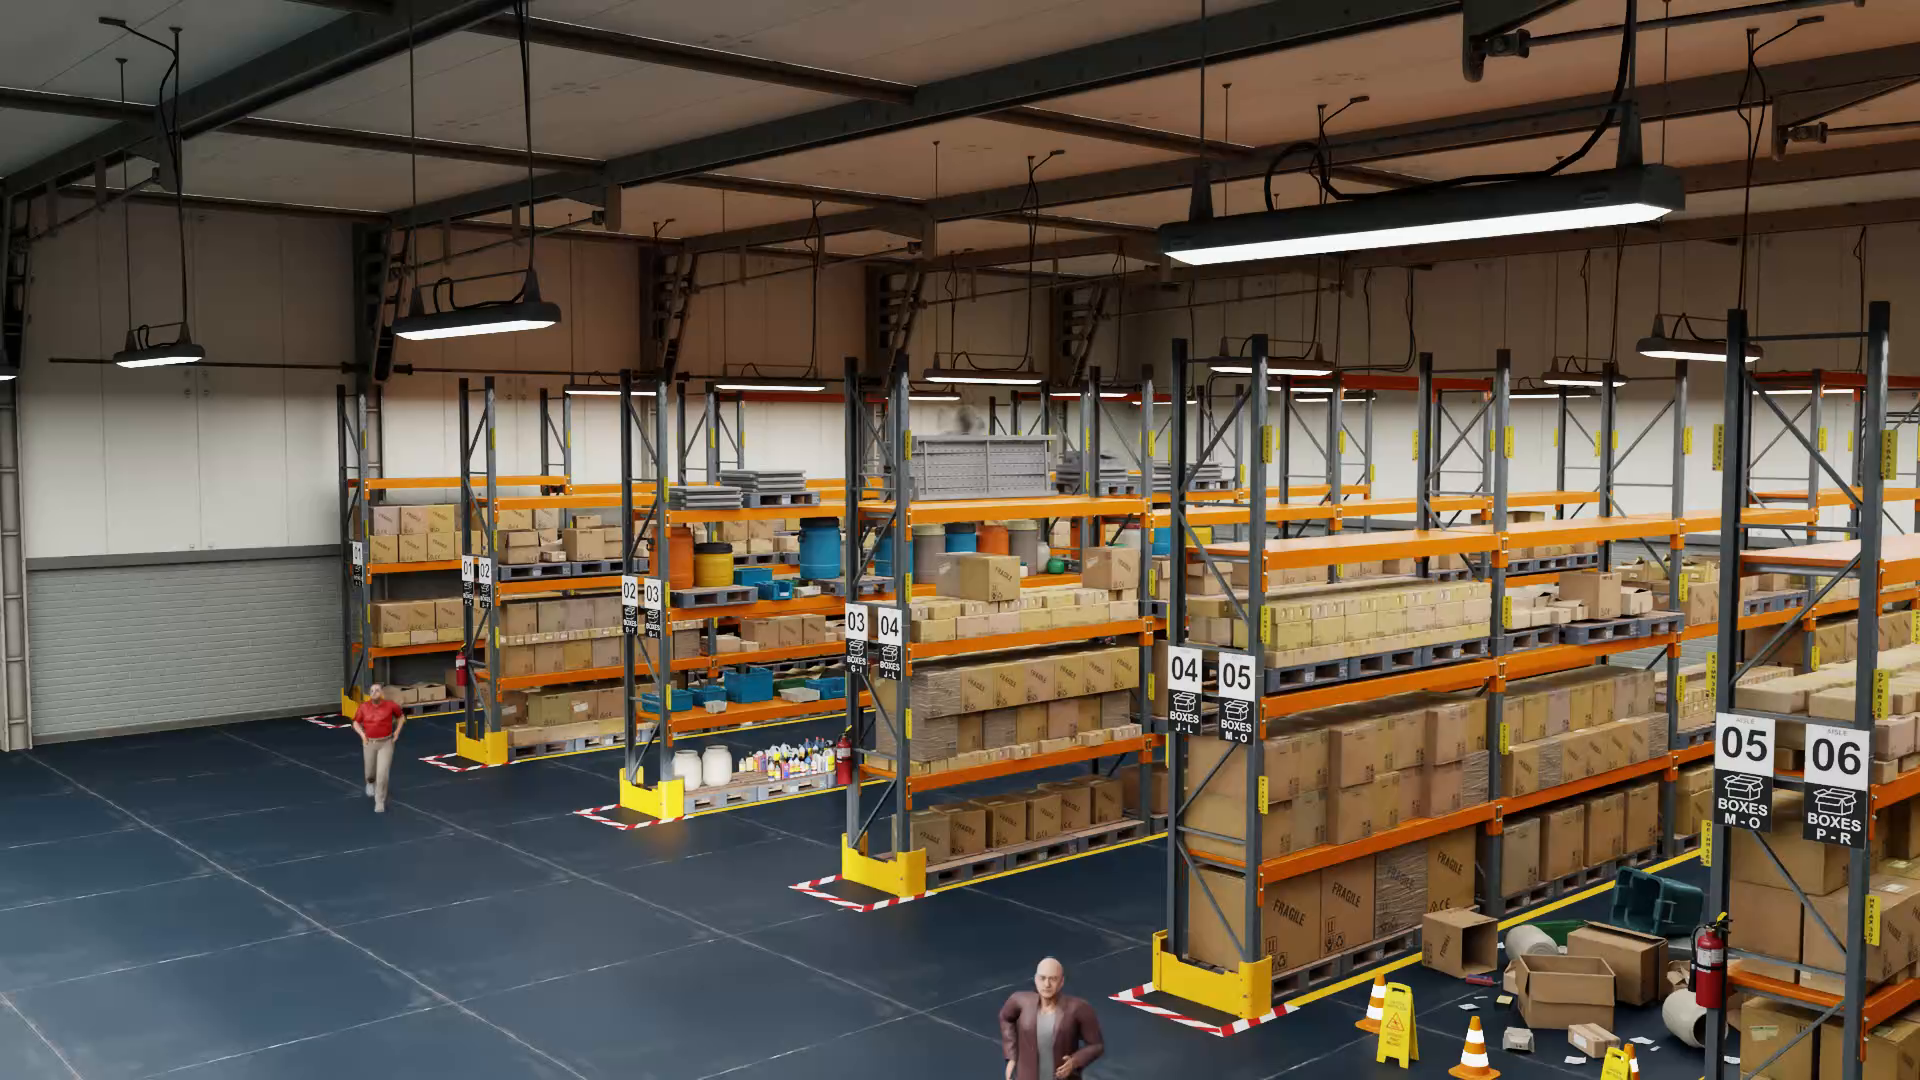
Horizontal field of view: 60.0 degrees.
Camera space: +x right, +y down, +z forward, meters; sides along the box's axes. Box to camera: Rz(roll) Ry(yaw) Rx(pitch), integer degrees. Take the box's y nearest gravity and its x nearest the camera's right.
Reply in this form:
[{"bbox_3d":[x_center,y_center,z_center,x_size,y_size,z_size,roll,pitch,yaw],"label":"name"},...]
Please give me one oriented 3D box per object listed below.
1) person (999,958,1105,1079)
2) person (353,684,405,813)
[{"bbox_3d":[0.583,3.586,10.691,0.689,1.846,0.848,0,4,4],"label":"person"},{"bbox_3d":[-7.986,2.825,22.882,0.670,1.727,0.844,-1,4,-13],"label":"person"}]
